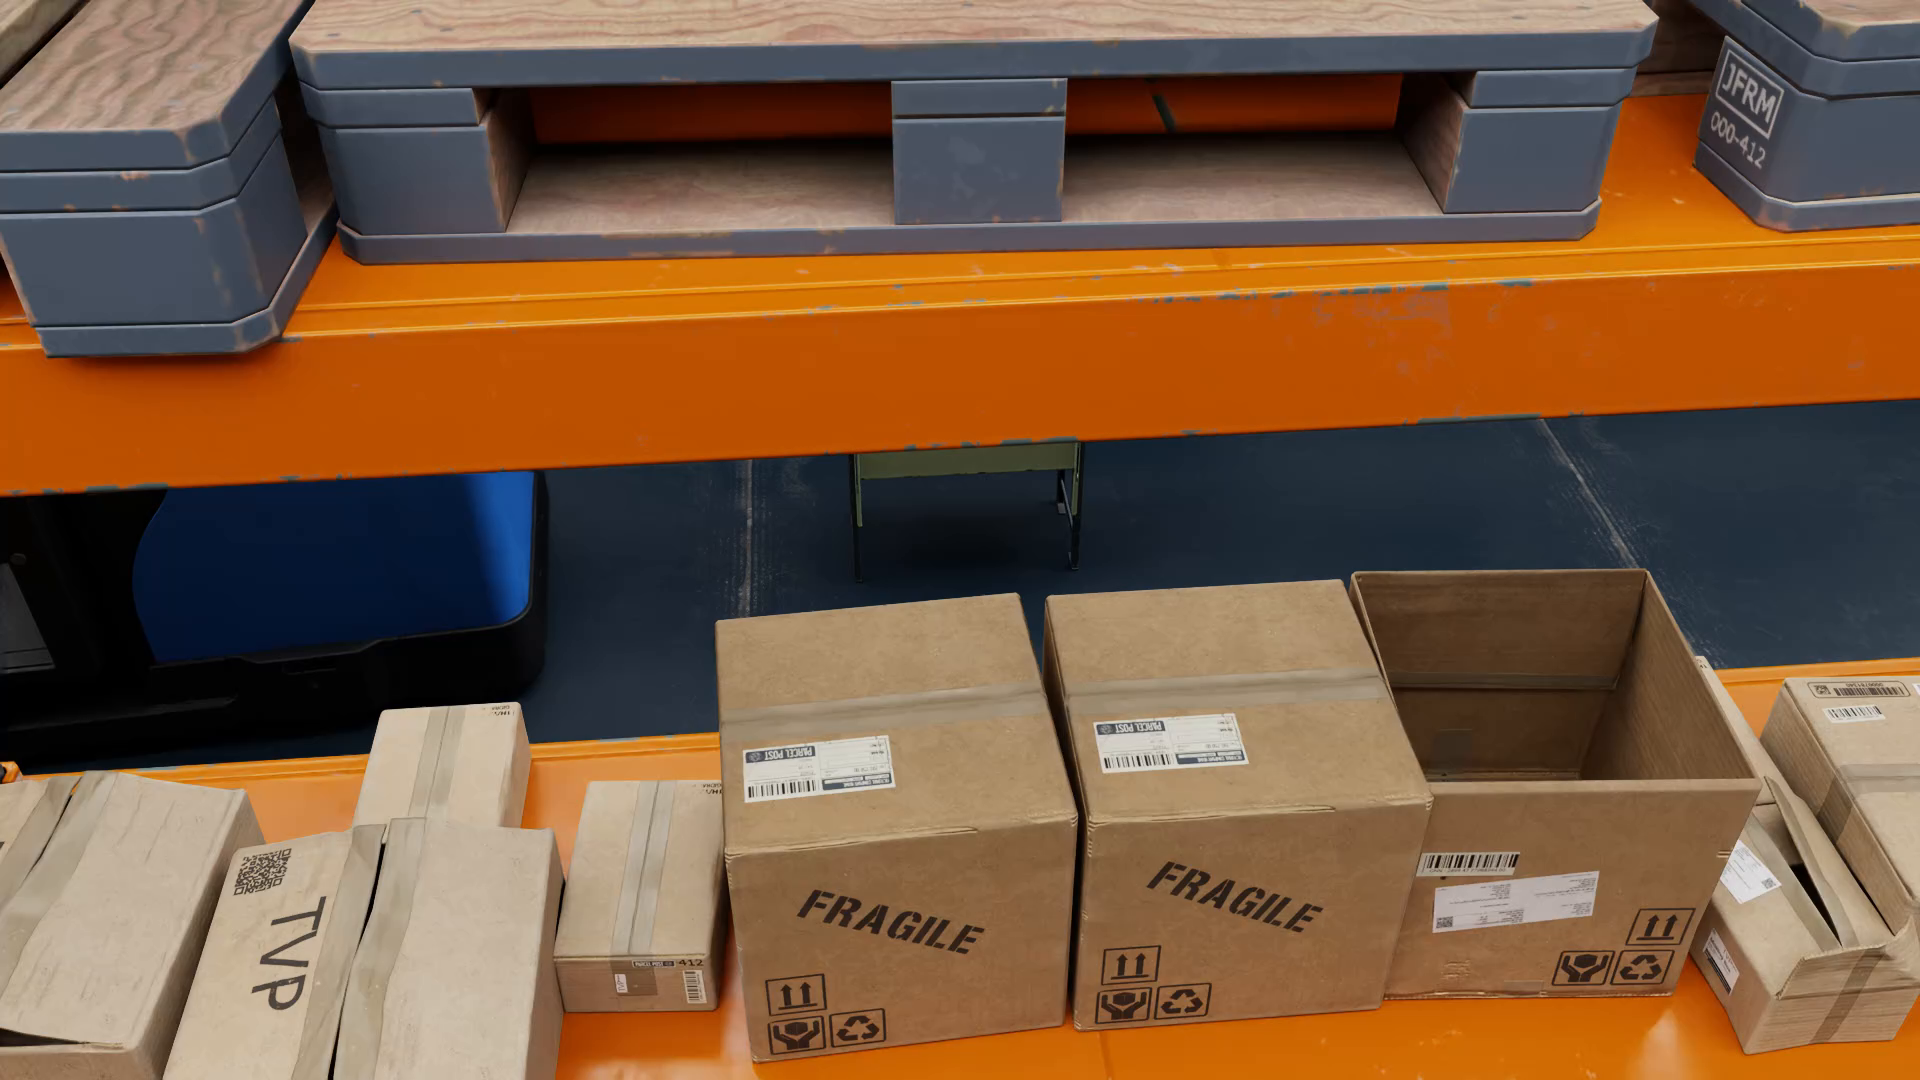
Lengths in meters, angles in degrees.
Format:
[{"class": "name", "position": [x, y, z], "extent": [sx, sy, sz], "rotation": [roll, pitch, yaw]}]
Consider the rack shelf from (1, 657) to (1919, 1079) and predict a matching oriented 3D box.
[{"class": "rack shelf", "position": [0.208, 0.767, 2.937], "extent": [4.000, 0.370, 1.077], "rotation": [-3, 38, -4]}]

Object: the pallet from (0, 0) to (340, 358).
[{"class": "pallet", "position": [-1.116, -0.601, 1.821], "extent": [1.003, 0.211, 1.213], "rotation": [-1, 38, -2]}]

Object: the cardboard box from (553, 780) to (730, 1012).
[{"class": "cardboard box", "position": [-0.519, 0.589, 2.785], "extent": [0.250, 0.149, 0.380], "rotation": [0, 38, -1]}]

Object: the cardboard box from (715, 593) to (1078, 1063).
[{"class": "cardboard box", "position": [-0.114, 0.453, 2.673], "extent": [0.500, 0.500, 0.500], "rotation": [-5, 39, -6]}]

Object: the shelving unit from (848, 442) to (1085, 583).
[{"class": "shelving unit", "position": [0.007, -0.589, 5.286], "extent": [0.755, 1.500, 0.431], "rotation": [-3, 38, -4]}]

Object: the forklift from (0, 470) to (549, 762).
[{"class": "forklift", "position": [-2.855, -0.815, 4.417], "extent": [3.031, 2.935, 1.130], "rotation": [-6, 39, -8]}]

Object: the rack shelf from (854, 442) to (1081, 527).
[{"class": "rack shelf", "position": [0.007, -0.333, 5.488], "extent": [0.720, 0.370, 0.431], "rotation": [-3, 38, -4]}]

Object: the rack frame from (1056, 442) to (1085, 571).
[{"class": "rack frame", "position": [0.371, -0.609, 5.311], "extent": [0.023, 1.500, 0.400], "rotation": [-3, 38, -4]}]

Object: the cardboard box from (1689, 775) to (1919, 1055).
[{"class": "cardboard box", "position": [1.341, 0.590, 2.690], "extent": [0.258, 0.266, 0.396], "rotation": [-4, 38, -5]}]

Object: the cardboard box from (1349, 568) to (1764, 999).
[{"class": "cardboard box", "position": [0.909, 0.397, 2.745], "extent": [0.500, 0.500, 0.500], "rotation": [-1, 38, -1]}]

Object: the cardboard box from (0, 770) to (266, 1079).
[{"class": "cardboard box", "position": [-1.418, 0.637, 2.593], "extent": [0.500, 0.311, 0.500], "rotation": [-1, 38, -1]}]

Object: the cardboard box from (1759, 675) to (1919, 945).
[{"class": "cardboard box", "position": [1.714, 0.488, 2.831], "extent": [0.500, 0.250, 0.500], "rotation": [-1, 38, -1]}]

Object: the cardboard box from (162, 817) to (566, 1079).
[{"class": "cardboard box", "position": [-0.876, 0.700, 2.513], "extent": [0.500, 0.311, 0.500], "rotation": [-4, 38, -5]}]

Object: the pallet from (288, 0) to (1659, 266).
[{"class": "pallet", "position": [-0.002, -0.664, 1.901], "extent": [1.213, 0.211, 1.003], "rotation": [-1, 38, -2]}]

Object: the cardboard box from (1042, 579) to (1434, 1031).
[{"class": "cardboard box", "position": [0.410, 0.424, 2.710], "extent": [0.500, 0.500, 0.500], "rotation": [-3, 38, -4]}]

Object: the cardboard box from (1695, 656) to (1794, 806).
[{"class": "cardboard box", "position": [1.300, 0.396, 3.029], "extent": [0.250, 0.149, 0.380], "rotation": [-3, 38, -4]}]

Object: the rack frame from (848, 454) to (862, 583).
[{"class": "rack frame", "position": [-0.358, -0.569, 5.260], "extent": [0.023, 1.500, 0.400], "rotation": [-3, 38, -4]}]

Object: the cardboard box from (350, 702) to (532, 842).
[{"class": "cardboard box", "position": [-0.913, 0.473, 2.931], "extent": [0.250, 0.149, 0.380], "rotation": [-3, 38, -4]}]

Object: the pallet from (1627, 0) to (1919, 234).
[{"class": "pallet", "position": [1.323, -0.671, 1.911], "extent": [1.217, 0.209, 0.805], "rotation": [-5, 39, -6]}]
